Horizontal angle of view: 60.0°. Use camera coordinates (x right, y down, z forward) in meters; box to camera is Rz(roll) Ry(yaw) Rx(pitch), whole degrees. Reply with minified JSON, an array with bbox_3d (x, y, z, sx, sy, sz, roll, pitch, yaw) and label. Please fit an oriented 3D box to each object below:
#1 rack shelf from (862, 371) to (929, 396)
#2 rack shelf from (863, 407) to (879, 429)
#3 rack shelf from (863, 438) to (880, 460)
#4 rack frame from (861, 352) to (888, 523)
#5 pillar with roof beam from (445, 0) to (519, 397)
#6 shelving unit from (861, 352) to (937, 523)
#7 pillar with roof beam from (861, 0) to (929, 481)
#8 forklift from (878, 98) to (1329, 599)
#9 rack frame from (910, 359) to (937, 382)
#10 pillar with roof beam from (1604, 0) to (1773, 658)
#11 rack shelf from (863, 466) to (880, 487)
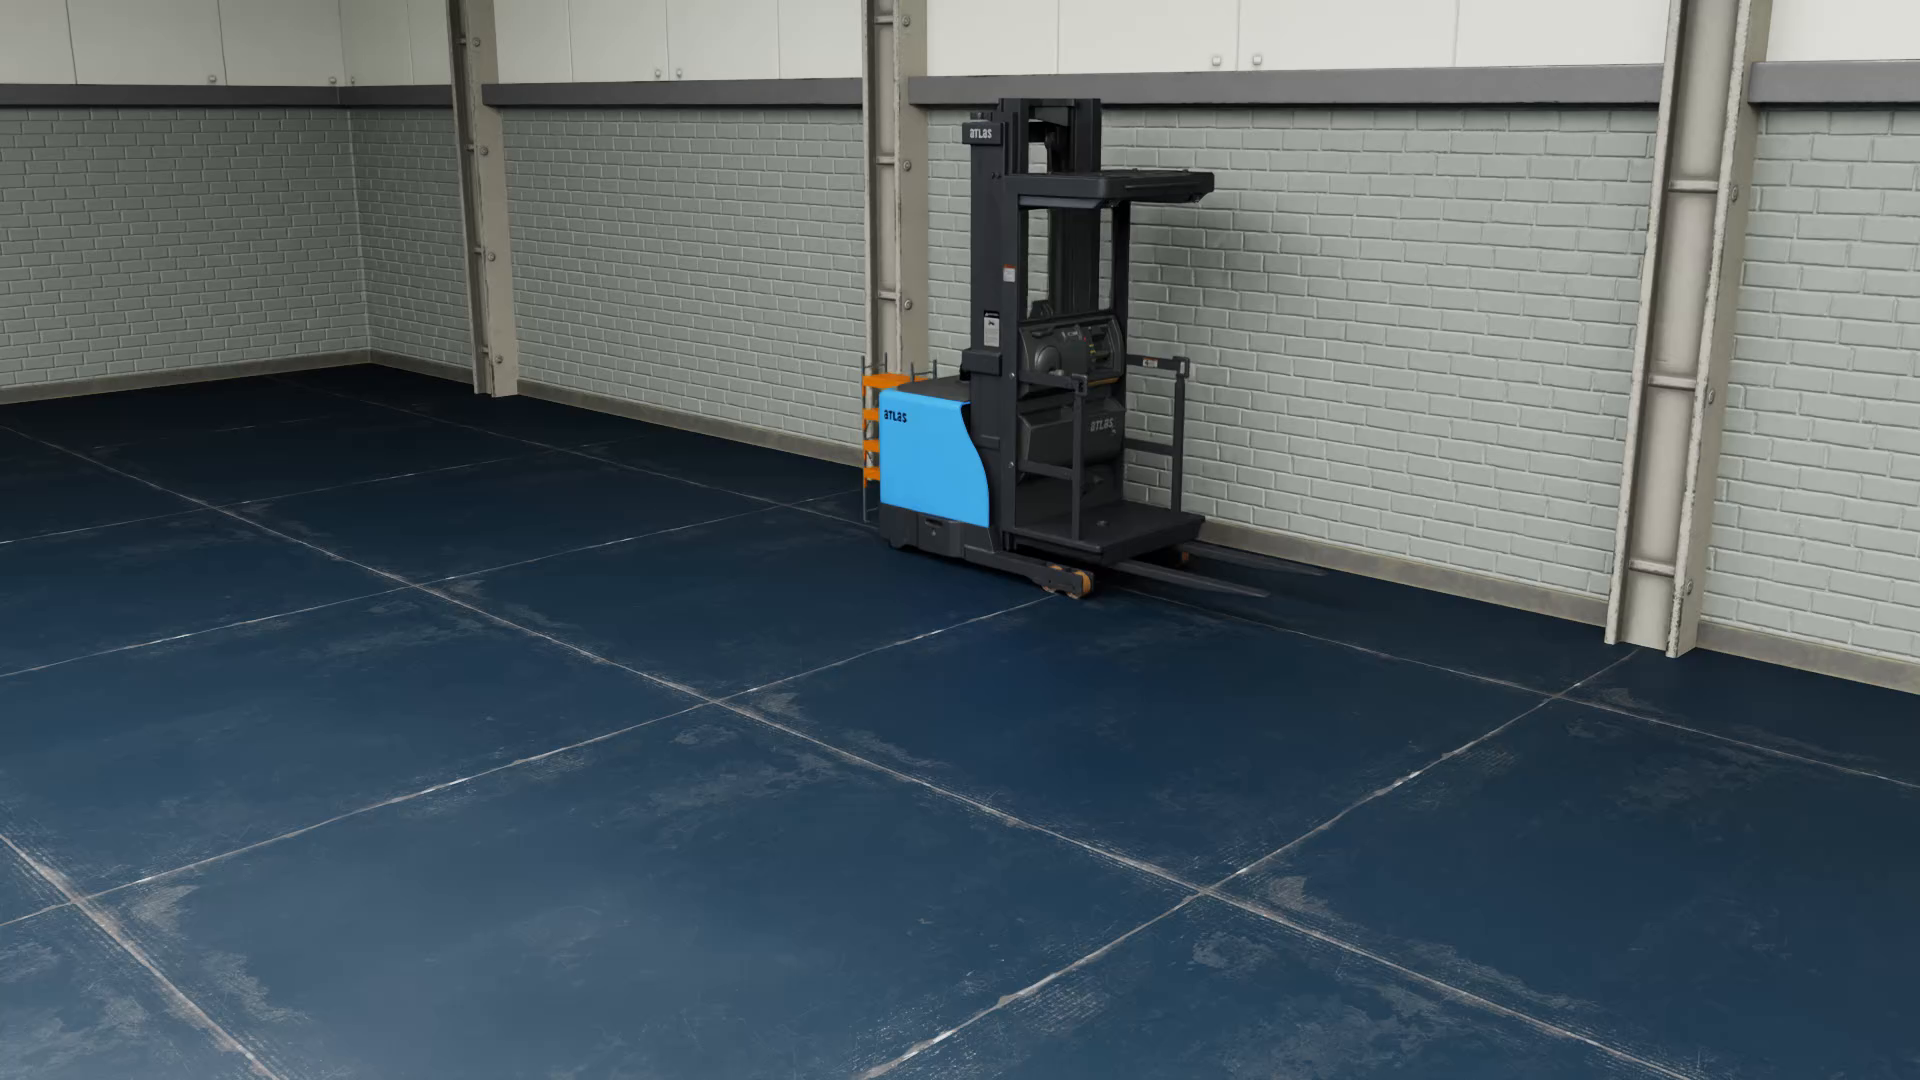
[{"bbox_3d":[-0.425,-1.064,11.579,0.480,0.148,0.258,14,20,42],"label":"rack shelf"},{"bbox_3d":[-0.425,-0.835,11.638,0.480,0.148,0.258,14,20,42],"label":"rack shelf"},{"bbox_3d":[-0.425,-0.619,11.695,0.480,0.148,0.258,14,20,42],"label":"rack shelf"},{"bbox_3d":[-0.601,-0.727,11.842,0.015,1.200,0.240,14,20,42],"label":"rack frame"},{"bbox_3d":[-7.797,-5.098,13.149,0.400,9.000,9.100,14,20,42],"label":"pillar with roof beam"},{"bbox_3d":[-0.425,-0.684,11.678,0.503,1.200,0.258,14,20,42],"label":"shelving unit"},{"bbox_3d":[-3.478,-4.048,9.119,0.400,9.000,9.100,14,20,42],"label":"pillar with roof beam"},{"bbox_3d":[0.856,-1.210,10.263,3.031,2.935,1.130,14,20,42],"label":"forklift"},{"bbox_3d":[-0.250,-0.641,11.514,0.015,1.200,0.240,14,20,42],"label":"rack frame"},{"bbox_3d":[0.842,-2.997,5.089,0.400,9.000,9.100,14,20,42],"label":"pillar with roof beam"},{"bbox_3d":[-0.425,-0.427,11.745,0.480,0.148,0.258,14,20,42],"label":"rack shelf"}]
